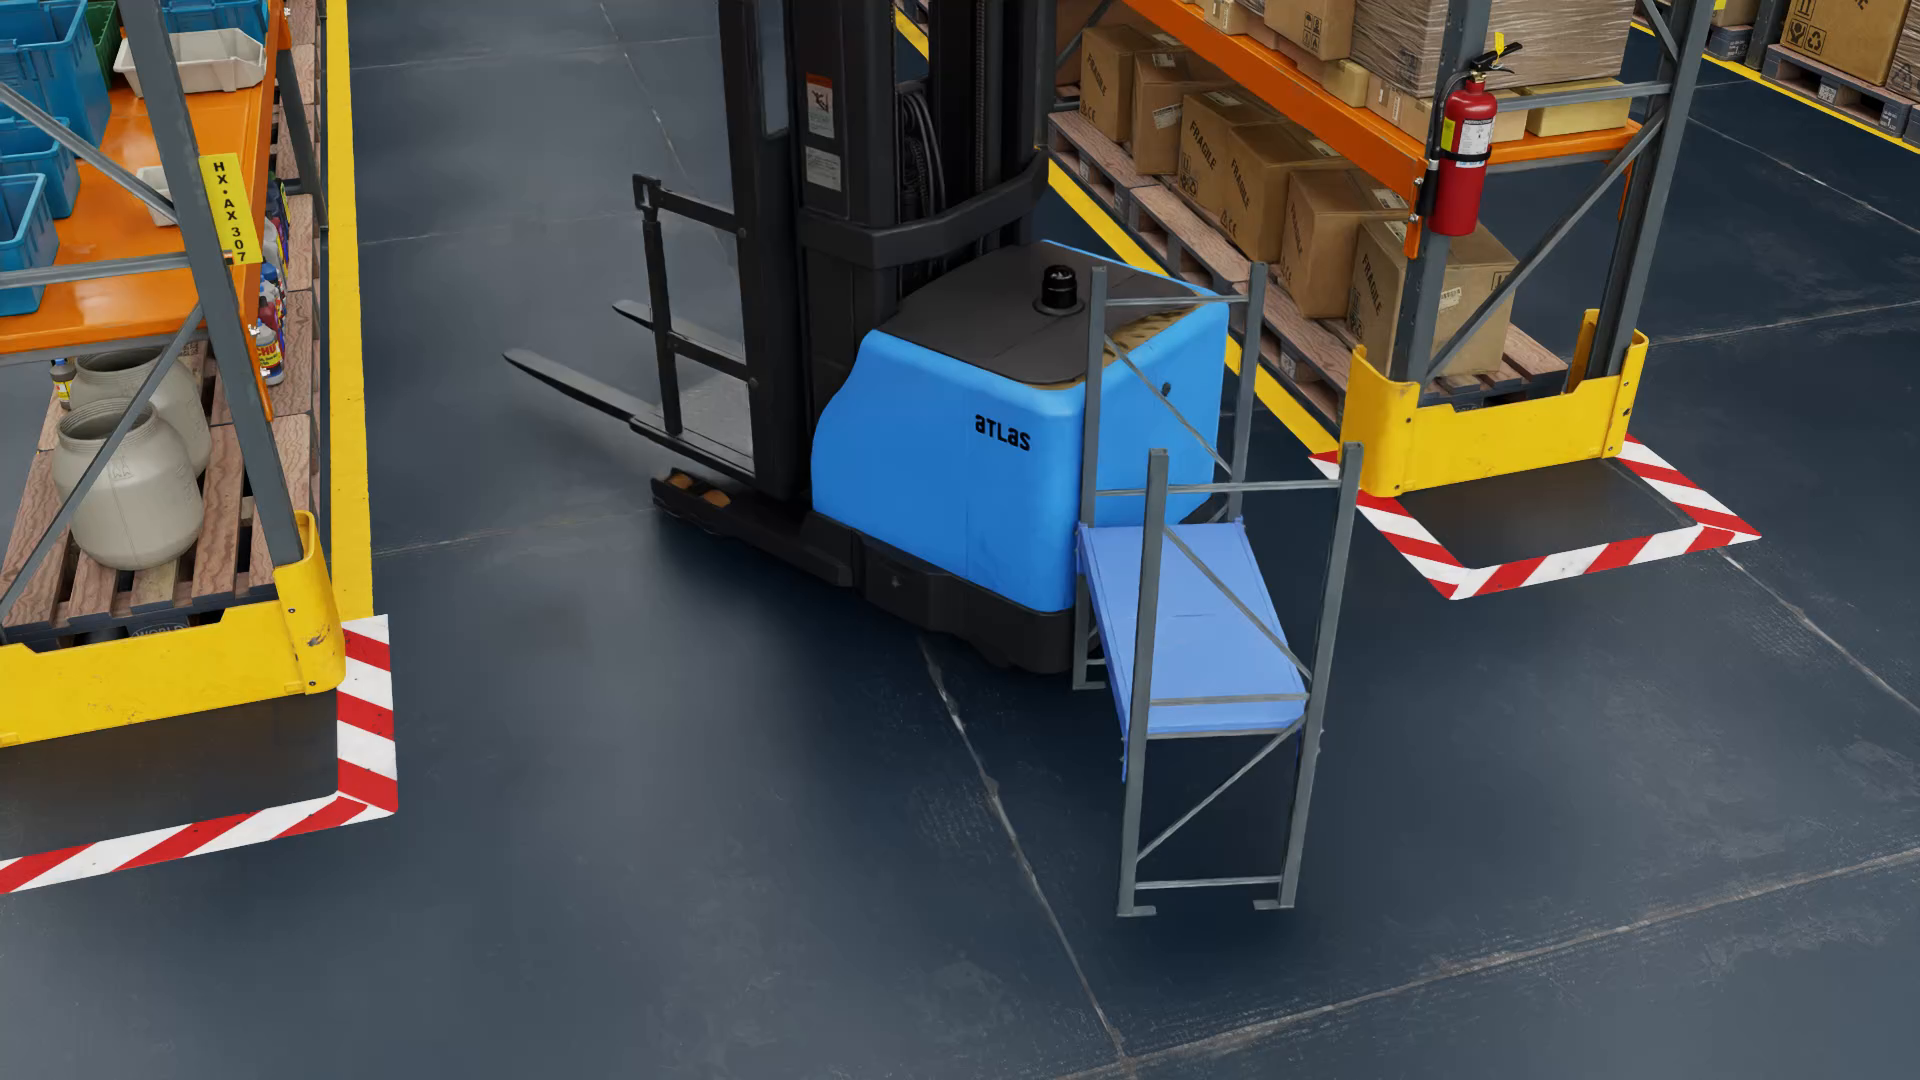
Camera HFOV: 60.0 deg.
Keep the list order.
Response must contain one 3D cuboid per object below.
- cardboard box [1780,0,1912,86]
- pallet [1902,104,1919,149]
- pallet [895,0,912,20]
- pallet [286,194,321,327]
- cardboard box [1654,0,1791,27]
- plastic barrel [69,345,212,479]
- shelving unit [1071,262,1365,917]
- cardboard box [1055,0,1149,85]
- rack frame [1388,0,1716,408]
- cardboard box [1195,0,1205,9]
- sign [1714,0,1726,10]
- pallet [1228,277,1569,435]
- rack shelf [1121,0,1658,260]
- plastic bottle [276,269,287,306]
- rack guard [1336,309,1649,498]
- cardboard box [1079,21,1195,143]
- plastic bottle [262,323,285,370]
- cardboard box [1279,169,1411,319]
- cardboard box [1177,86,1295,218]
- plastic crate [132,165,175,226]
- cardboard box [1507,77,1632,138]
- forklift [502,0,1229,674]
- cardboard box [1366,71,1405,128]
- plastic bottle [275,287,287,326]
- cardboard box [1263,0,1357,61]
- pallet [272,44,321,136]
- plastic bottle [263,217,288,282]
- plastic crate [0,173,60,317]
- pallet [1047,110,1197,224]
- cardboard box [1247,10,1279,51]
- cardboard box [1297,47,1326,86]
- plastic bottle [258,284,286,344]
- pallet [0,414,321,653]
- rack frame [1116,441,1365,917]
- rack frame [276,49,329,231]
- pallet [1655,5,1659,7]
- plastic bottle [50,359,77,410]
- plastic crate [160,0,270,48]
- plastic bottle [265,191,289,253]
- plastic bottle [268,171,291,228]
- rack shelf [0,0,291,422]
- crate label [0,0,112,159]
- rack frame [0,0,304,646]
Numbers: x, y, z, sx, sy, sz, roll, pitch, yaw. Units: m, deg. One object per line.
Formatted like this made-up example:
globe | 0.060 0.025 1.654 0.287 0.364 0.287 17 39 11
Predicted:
cardboard box | 5.798 -3.384 10.197 0.875 0.875 0.875 -9 35 -14
pallet | 6.206 -2.220 9.418 1.003 0.211 1.213 -10 35 -15
pallet | -0.065 -4.182 12.388 1.003 0.211 1.213 -10 35 -15
pallet | -3.633 -1.300 8.026 1.003 0.211 1.213 -10 35 -15
cardboard box | 5.398 -3.985 11.219 1.050 0.750 0.750 -10 35 -15
plastic barrel | -3.005 -0.456 6.095 0.421 0.512 0.421 0 33 0
shelving unit | 0.654 0.133 4.689 0.538 1.500 1.048 -2 34 -3
cardboard box | 0.752 -3.123 10.123 0.700 0.500 0.500 -13 36 -18
rack frame | 2.139 -1.556 5.884 1.000 3.000 0.127 -10 35 -15
cardboard box | 1.288 -2.479 7.509 0.380 0.149 0.250 -10 35 -15
sign | 2.655 -2.009 5.783 0.100 0.325 0.005 -10 35 -15
pallet | 1.901 -0.865 7.368 1.003 0.211 1.213 -10 35 -15
rack shelf | 1.529 -2.306 7.671 1.077 0.370 4.000 -10 35 -15
plastic bottle | -3.062 -1.136 7.387 0.097 0.201 0.097 0 33 0
rack guard | 2.116 -0.553 6.633 1.175 0.500 0.348 -10 35 -15
cardboard box | 1.003 -2.572 9.307 0.500 0.500 0.500 -11 35 -16
plastic bottle | -2.866 -0.798 6.876 0.097 0.201 0.097 0 33 0
cardboard box | 1.749 -1.327 7.424 0.500 0.500 0.500 -1 33 -2
cardboard box | 1.449 -1.960 8.381 0.500 0.500 0.500 -13 36 -19
plastic crate | -2.545 -1.137 5.489 0.298 0.136 0.250 -10 35 -15
cardboard box | 2.279 -1.641 6.240 0.380 0.149 0.250 -10 35 -15
forklift | -0.550 -1.446 5.780 3.031 2.935 1.130 24 40 31
cardboard box | 1.780 -1.697 6.326 0.380 0.149 0.250 -10 35 -15
plastic bottle | -3.000 -1.028 7.224 0.097 0.201 0.097 0 33 0
cardboard box | 1.730 -2.258 6.585 0.875 0.500 0.500 -10 35 -15
pallet | -4.451 -2.707 10.156 1.003 0.211 1.213 -10 35 -15
plastic bottle | -3.170 -1.342 7.563 0.144 0.351 0.185 -10 35 -15
plastic crate | -3.016 -0.874 4.986 0.499 0.251 0.616 -10 35 -15
pallet | 1.157 -2.146 9.306 1.003 0.211 1.213 -10 35 -15
cardboard box | 1.458 -2.220 7.116 0.380 0.149 0.250 -10 35 -15
cardboard box | 1.593 -1.954 6.714 0.380 0.149 0.250 -10 35 -15
plastic bottle | -2.939 -0.953 7.047 0.097 0.271 0.097 0 33 0
pallet | -2.889 -0.019 6.087 1.003 0.211 1.213 -10 35 -15
rack frame | 0.688 0.412 4.265 0.500 1.500 0.032 -2 34 -3
rack frame | -3.798 -2.823 7.802 1.000 3.000 0.127 -10 35 -15
pallet | 4.990 -4.308 12.578 1.003 0.211 1.213 -10 35 -15
plastic bottle | -3.556 -0.630 6.621 0.097 0.201 0.097 0 33 0
plastic crate | -3.202 -2.226 7.032 0.499 0.251 0.616 -10 35 -15
plastic bottle | -3.269 -1.511 7.820 0.144 0.351 0.185 -12 35 -17
plastic bottle | -3.337 -1.676 8.131 0.061 0.283 0.133 -8 34 -12
rack shelf | -3.188 -1.473 6.411 1.077 0.370 4.000 -10 35 -15
crate label | -3.397 -1.659 6.007 0.502 0.435 0.616 -10 35 -15
rack frame | -2.578 -0.723 4.623 1.000 3.000 0.127 -10 35 -15
